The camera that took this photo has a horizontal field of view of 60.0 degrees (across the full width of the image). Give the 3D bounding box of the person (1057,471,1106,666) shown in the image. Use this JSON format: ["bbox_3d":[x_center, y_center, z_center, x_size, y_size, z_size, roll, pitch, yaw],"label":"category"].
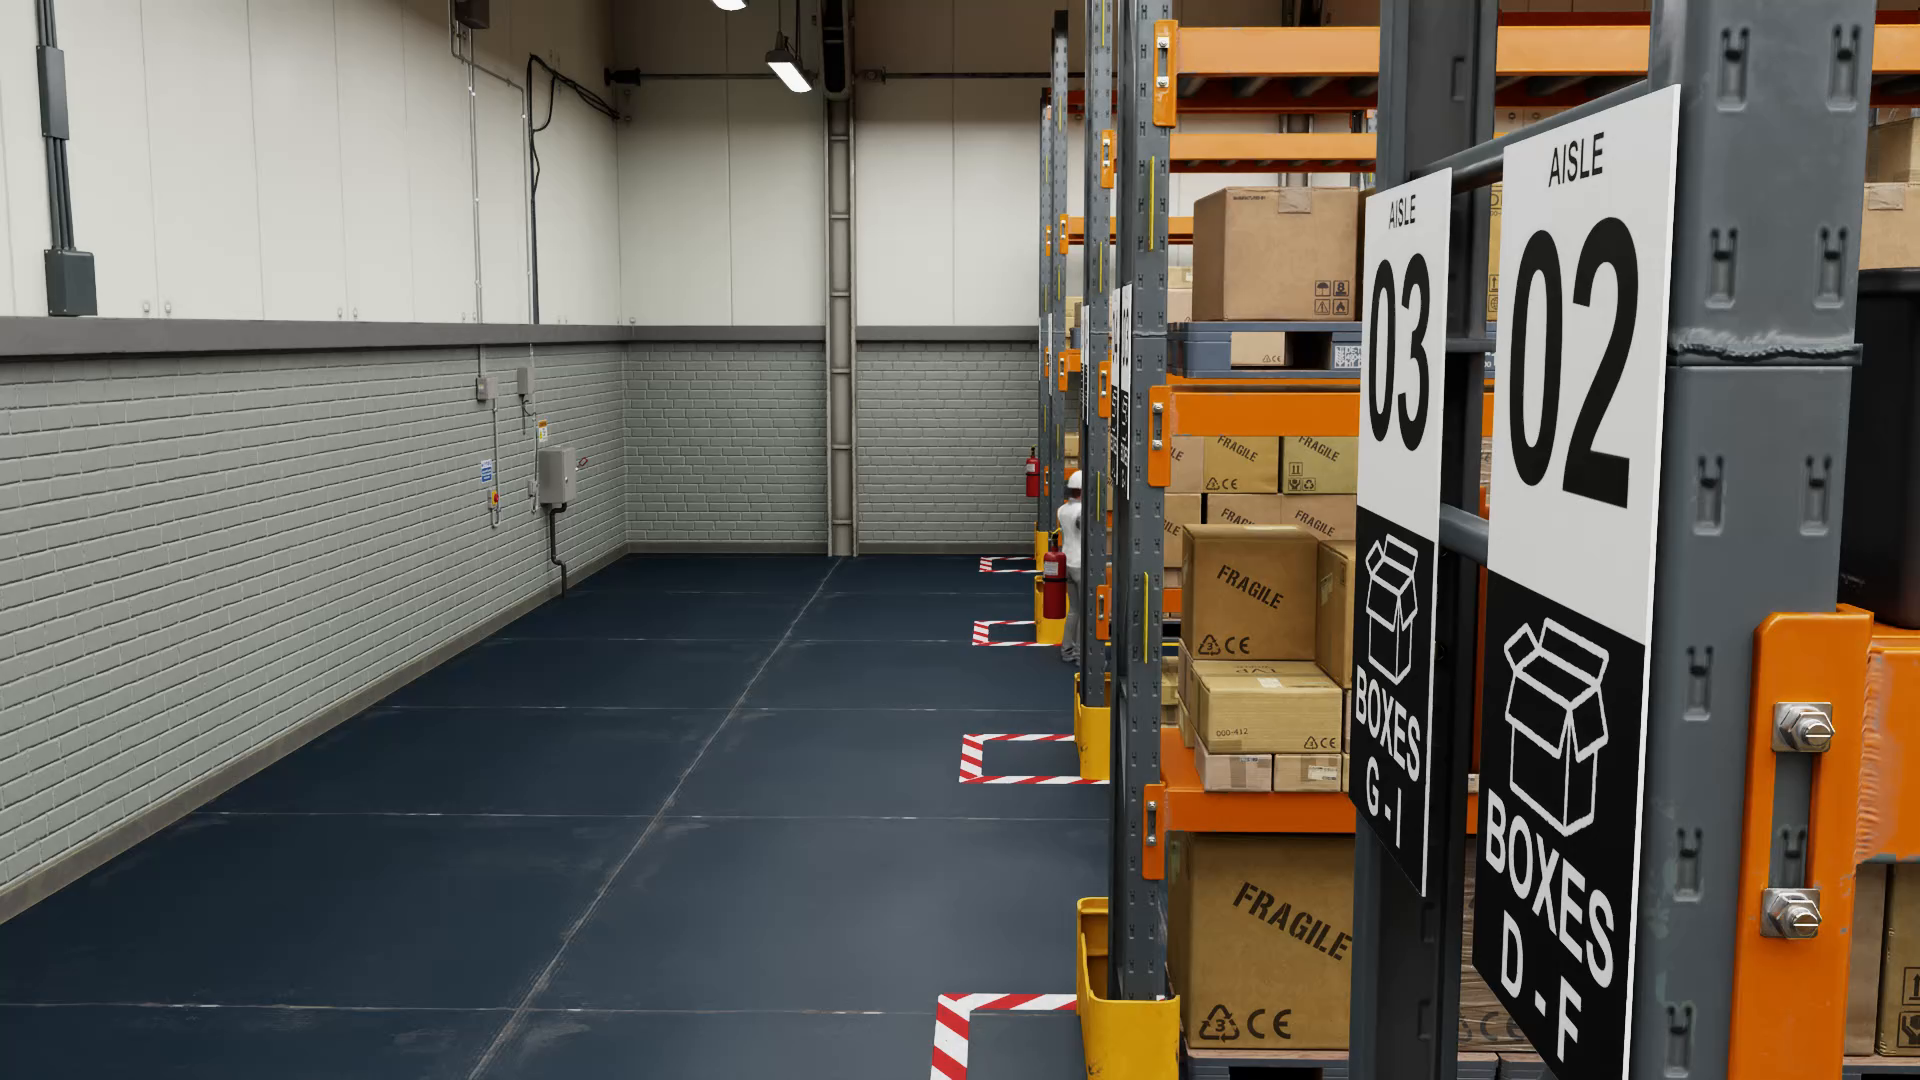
[{"bbox_3d":[1.109,0.251,15.210,0.359,1.768,0.533,-3,8,-24],"label":"person"}]
